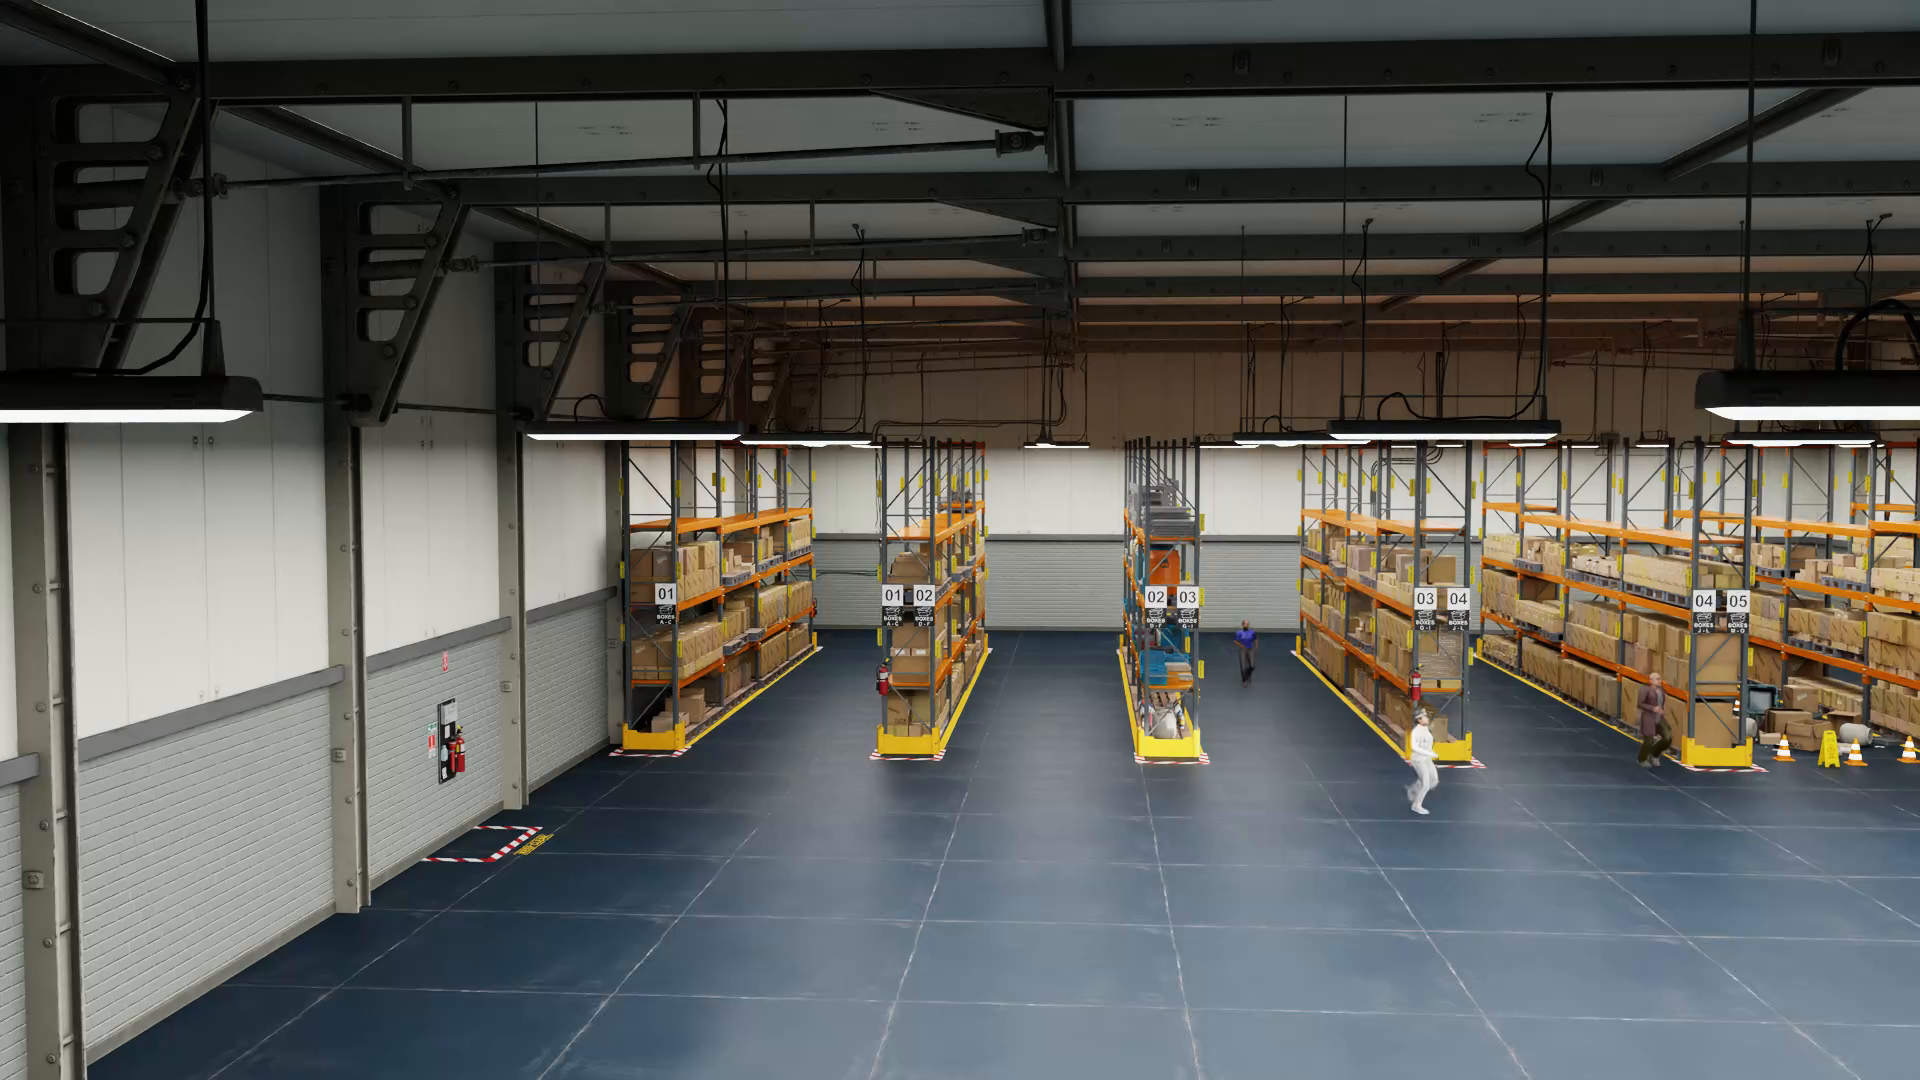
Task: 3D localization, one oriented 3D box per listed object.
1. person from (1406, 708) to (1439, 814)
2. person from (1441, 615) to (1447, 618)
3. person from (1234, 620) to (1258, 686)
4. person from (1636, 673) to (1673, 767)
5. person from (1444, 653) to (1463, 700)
[{"bbox_3d":[7.330,3.489,26.311,0.537,1.661,0.658,2,4,35],"label":"person"},{"bbox_3d":[12.214,2.598,41.837,0.672,1.775,0.801,0,3,5],"label":"person"},{"bbox_3d":[6.966,2.751,40.399,0.624,1.624,0.537,0,3,-2],"label":"person"},{"bbox_3d":[12.499,3.273,29.940,0.721,1.694,0.776,-1,3,-17],"label":"person"},{"bbox_3d":[11.274,2.813,38.172,0.696,1.754,0.635,0,3,-4],"label":"person"}]
